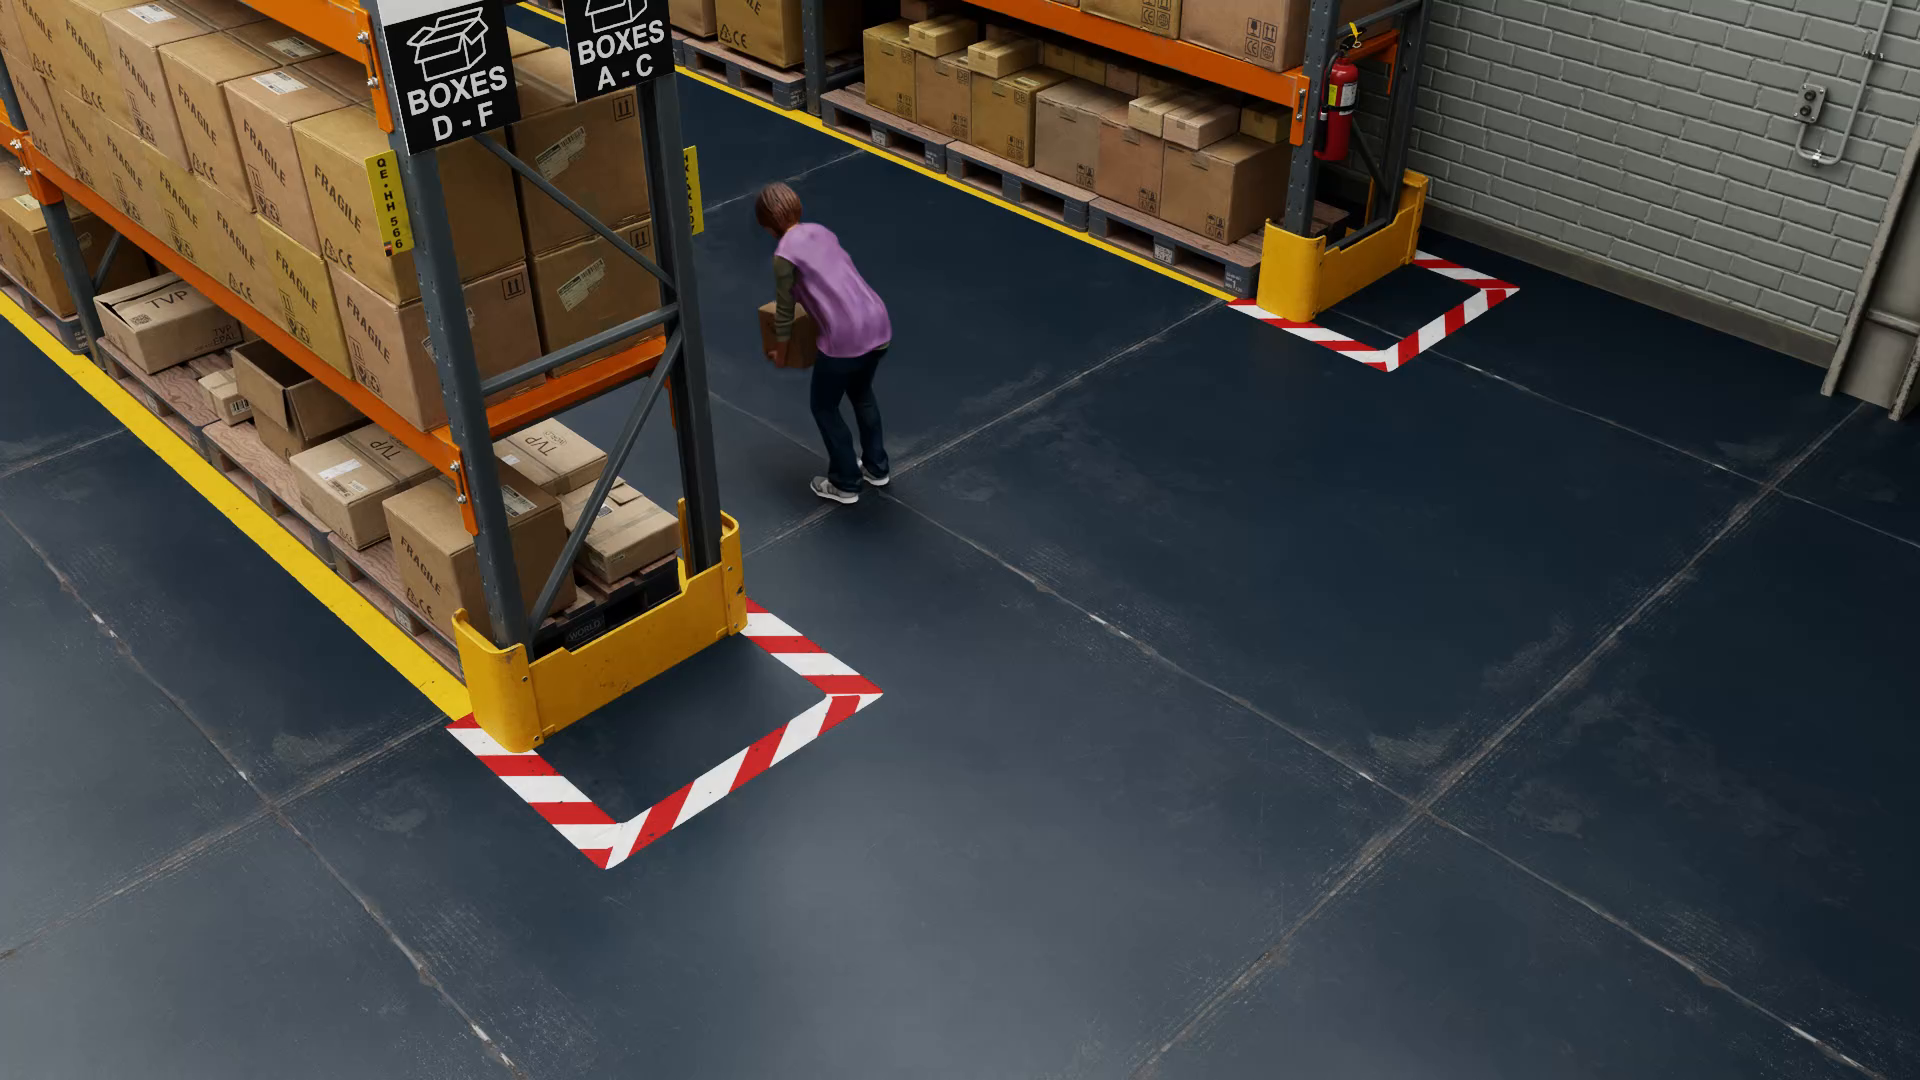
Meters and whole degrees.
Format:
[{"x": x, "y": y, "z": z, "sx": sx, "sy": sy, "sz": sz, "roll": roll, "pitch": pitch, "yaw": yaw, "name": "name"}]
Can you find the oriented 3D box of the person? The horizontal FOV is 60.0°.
[{"x": -0.617, "y": -0.881, "z": 7.522, "sx": 0.690, "sy": 1.425, "sz": 0.375, "roll": 26, "pitch": 43, "yaw": 31, "name": "person"}]
